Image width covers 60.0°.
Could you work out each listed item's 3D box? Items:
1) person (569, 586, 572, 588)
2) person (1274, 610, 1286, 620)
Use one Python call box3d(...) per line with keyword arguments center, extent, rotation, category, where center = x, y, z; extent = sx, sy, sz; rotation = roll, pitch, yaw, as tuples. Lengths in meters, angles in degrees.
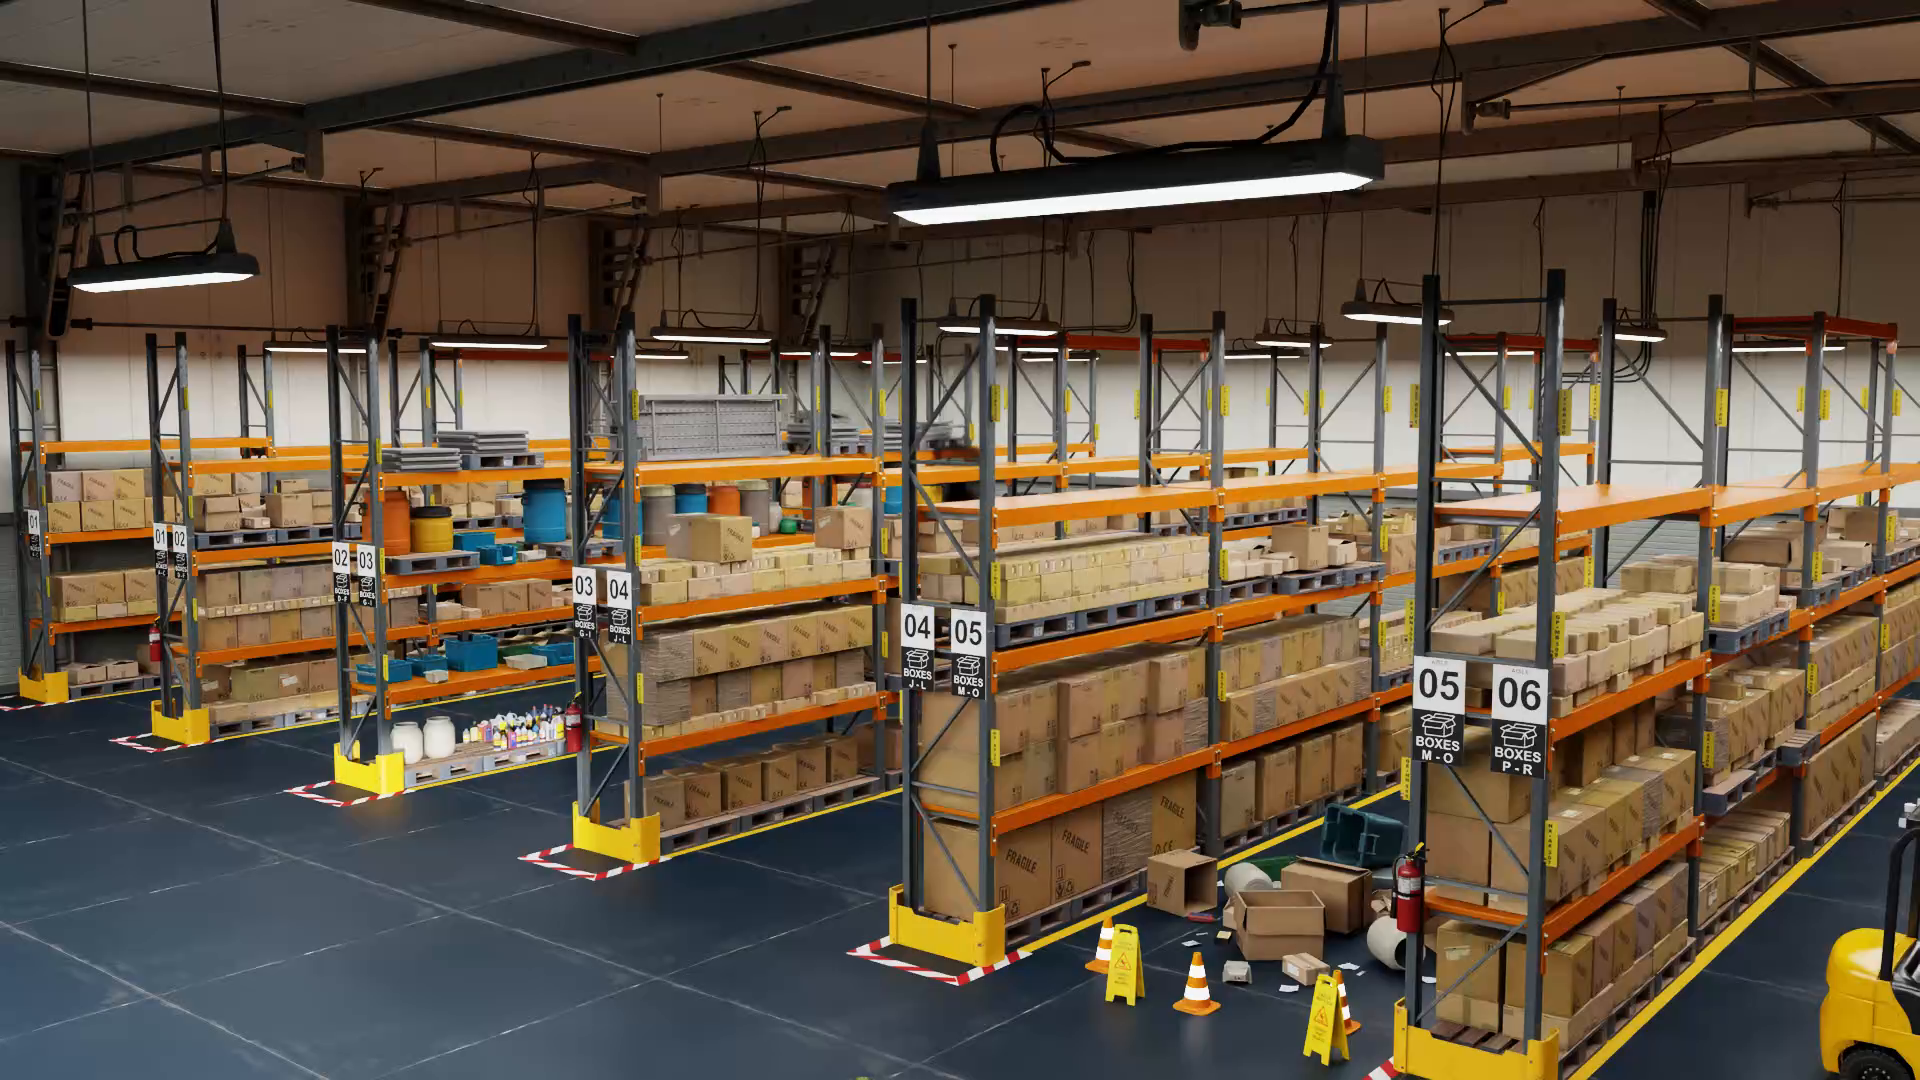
box3d(center=(-7.403, 1.315, 32.946), extent=(0.642, 1.839, 0.763), rotation=(4, 6, 37), category="person")
box3d(center=(5.157, 1.895, 26.764), extent=(0.572, 1.660, 0.969), rotation=(4, 7, 38), category="person")
